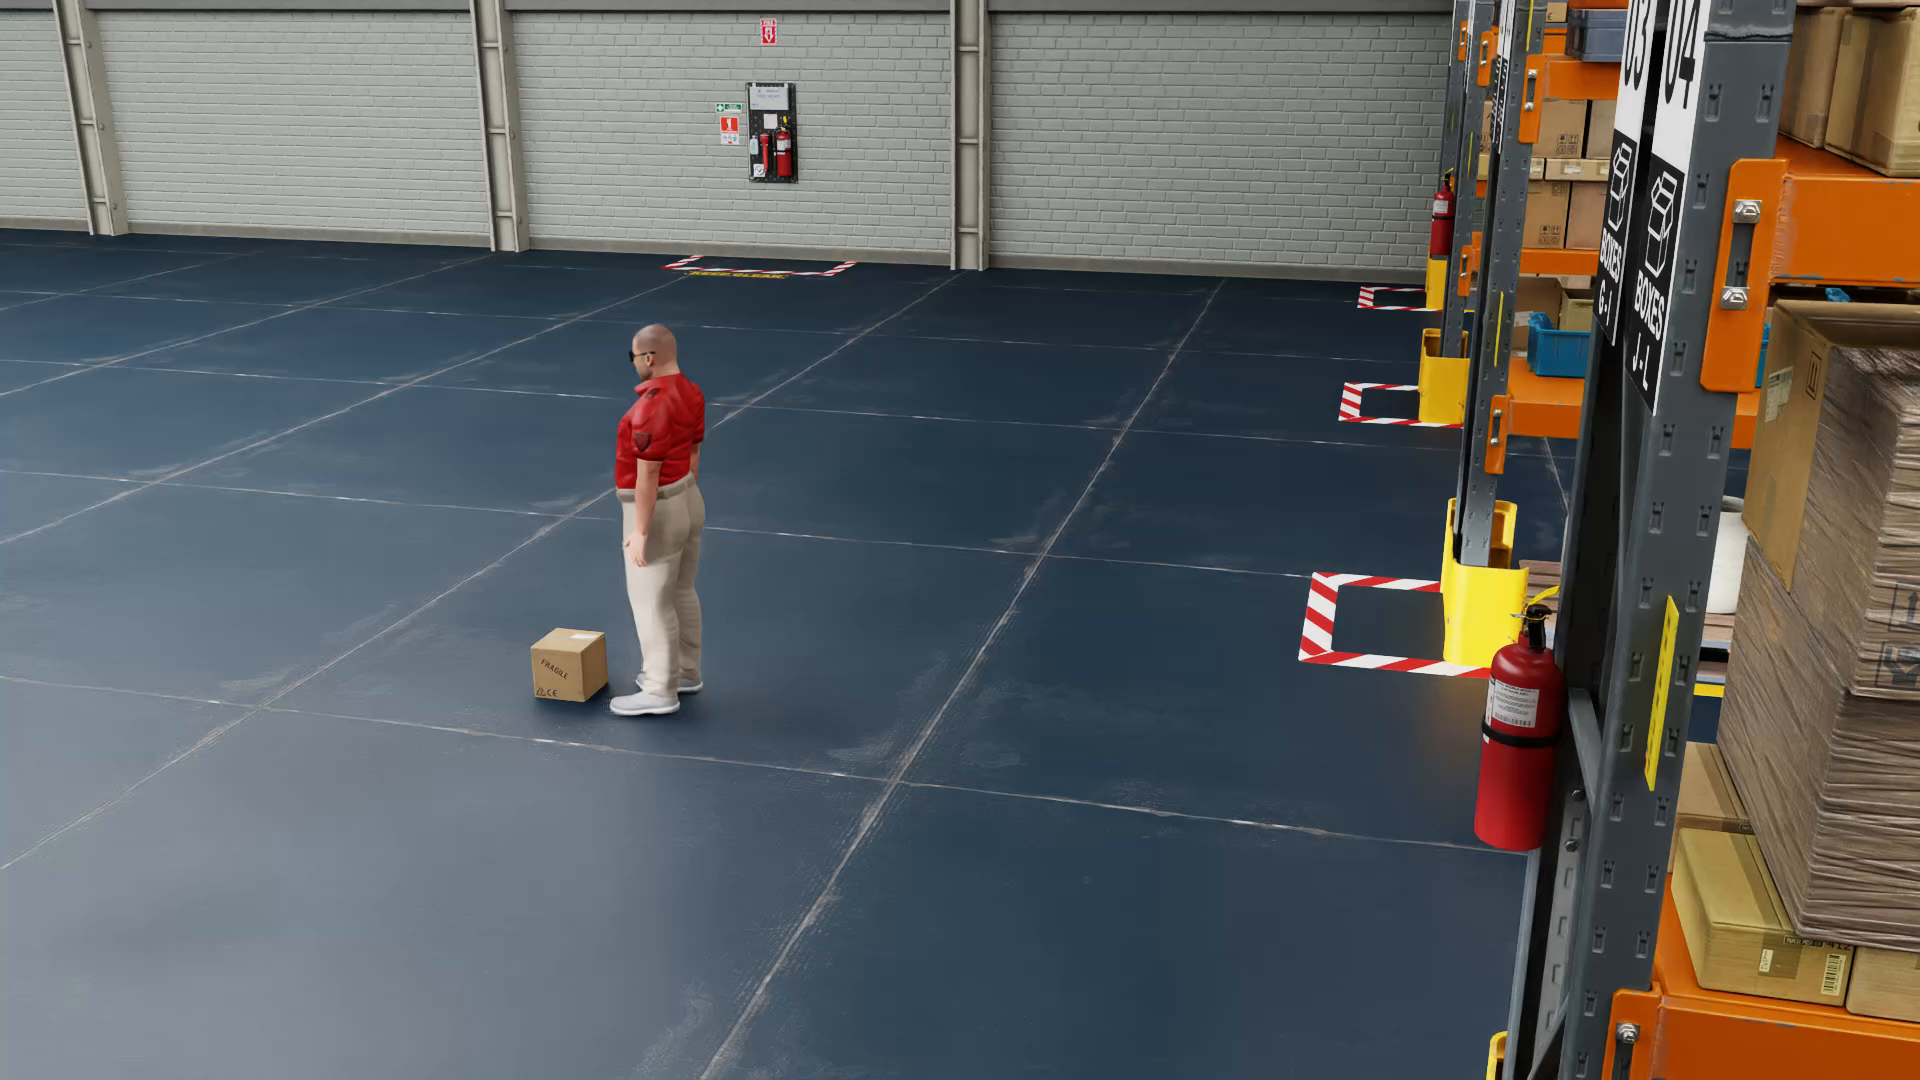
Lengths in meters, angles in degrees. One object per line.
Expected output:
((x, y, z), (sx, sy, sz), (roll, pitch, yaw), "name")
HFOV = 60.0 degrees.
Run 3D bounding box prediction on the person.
((-1.338, -0.083, 7.339), (0.363, 1.732, 0.530), (5, 19, 15), "person")
